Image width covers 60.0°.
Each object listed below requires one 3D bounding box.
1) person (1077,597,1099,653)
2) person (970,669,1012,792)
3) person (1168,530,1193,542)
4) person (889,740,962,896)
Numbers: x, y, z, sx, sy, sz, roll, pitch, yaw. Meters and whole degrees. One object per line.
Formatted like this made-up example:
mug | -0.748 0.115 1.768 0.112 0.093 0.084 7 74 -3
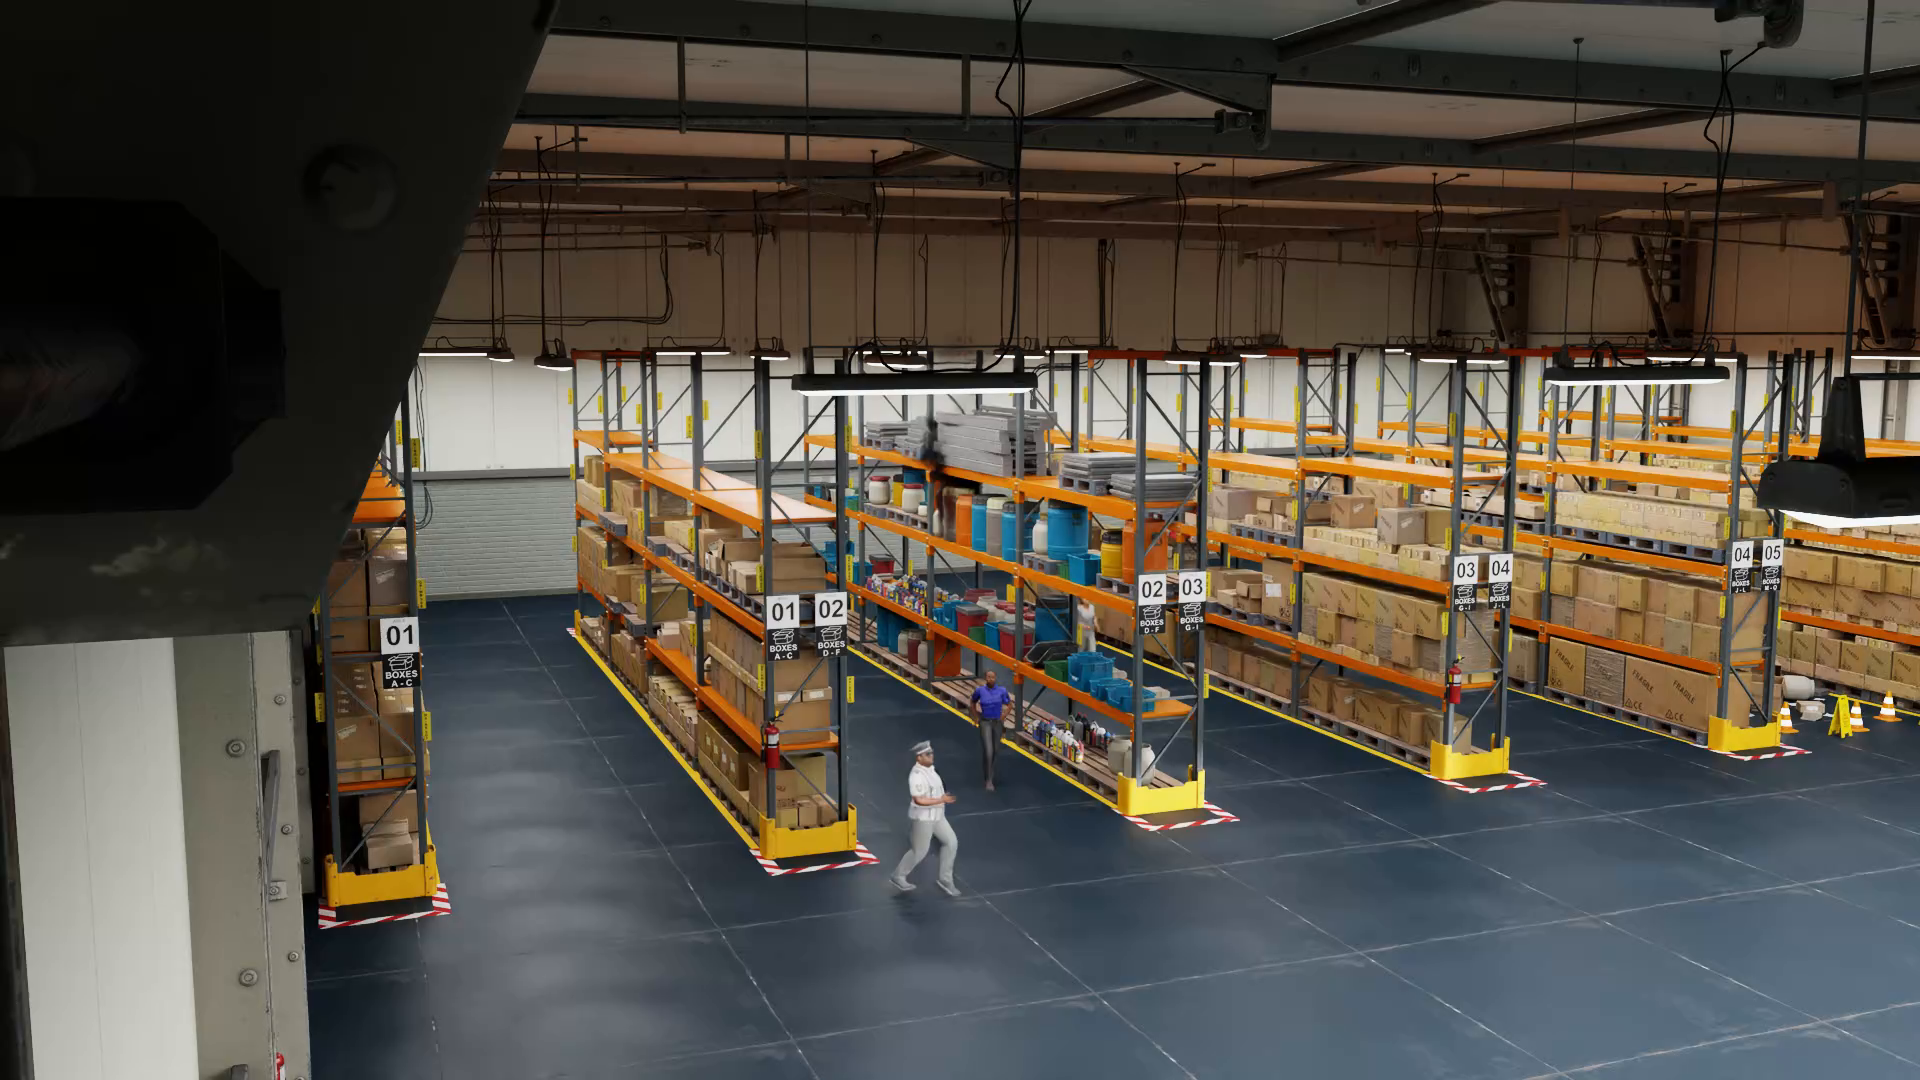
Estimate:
person | 2.253 1.754 30.245 0.577 1.674 0.947 -4 8 -27
person | 0.438 2.628 23.328 0.574 1.683 0.794 -1 7 -9
person | 5.378 0.371 41.123 0.938 1.757 0.724 -6 9 -41
person | -0.389 3.151 18.787 0.802 1.821 0.668 3 8 20
